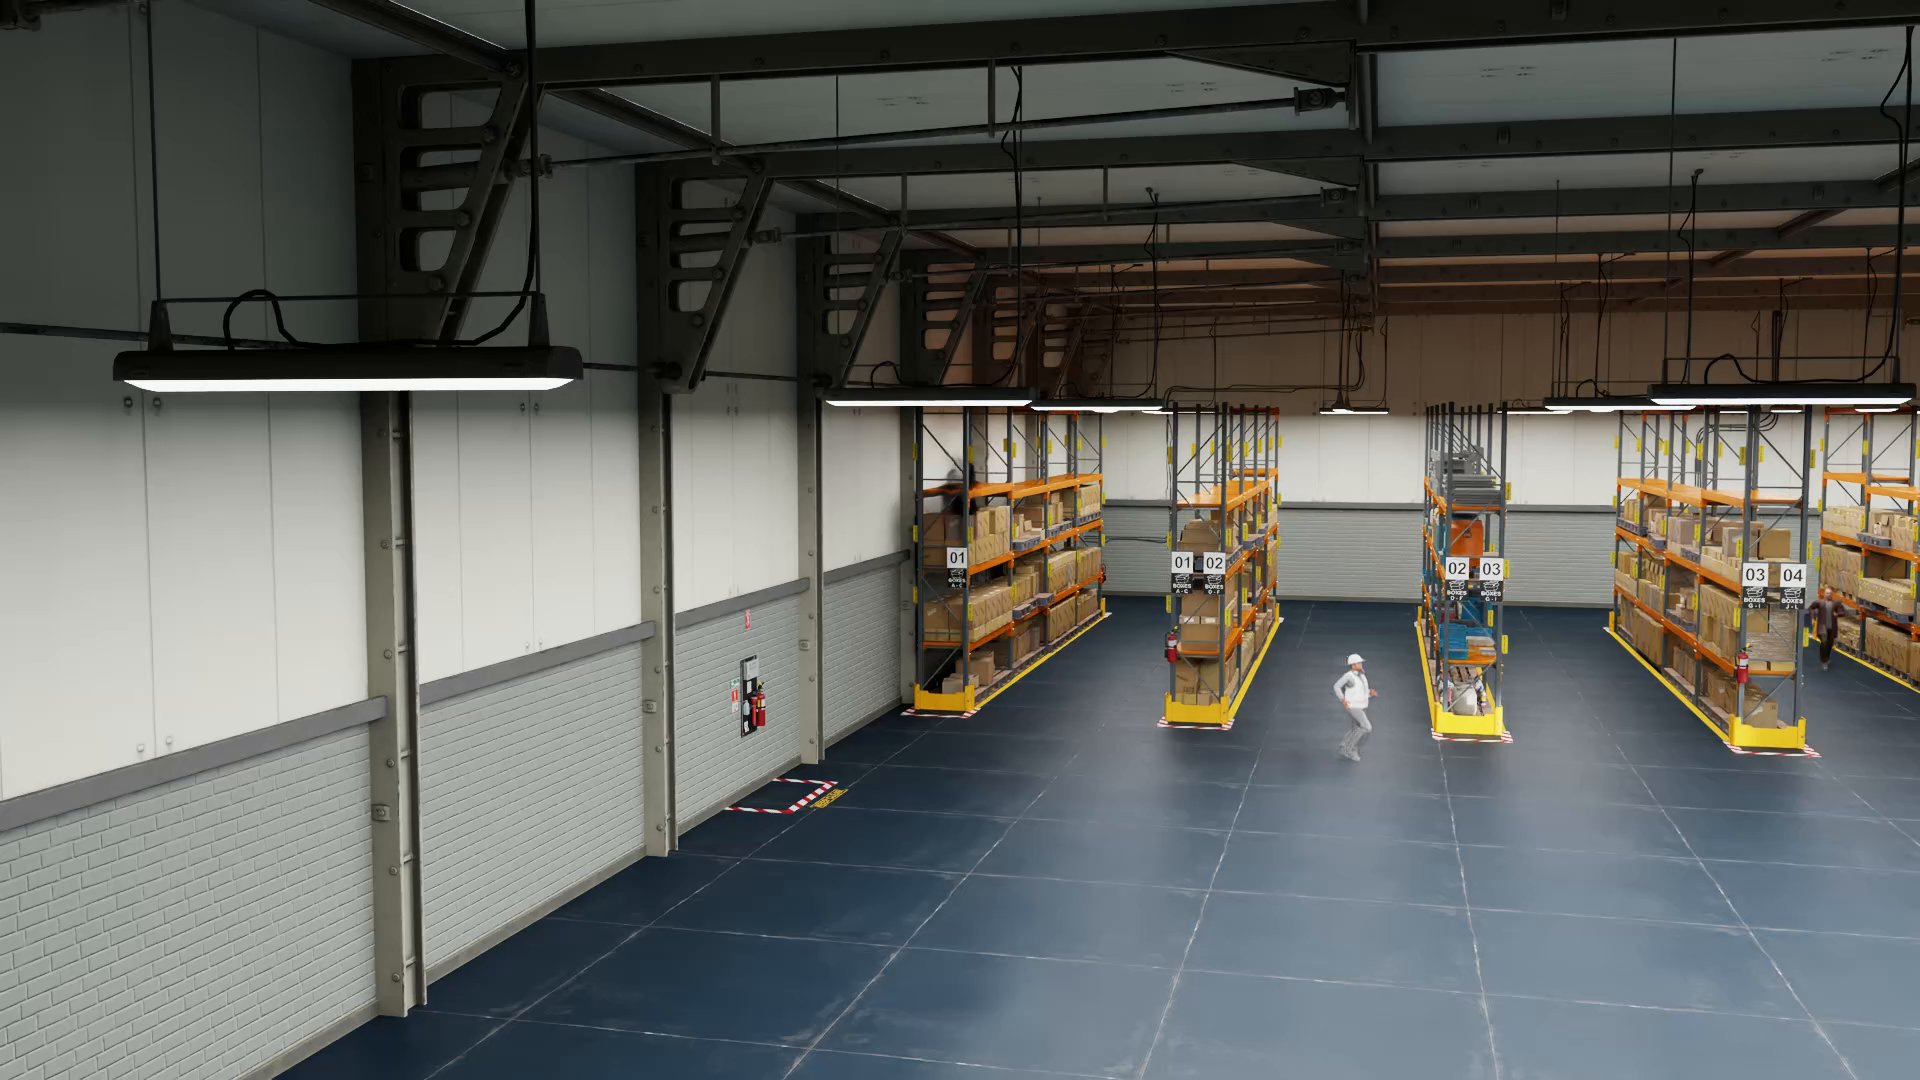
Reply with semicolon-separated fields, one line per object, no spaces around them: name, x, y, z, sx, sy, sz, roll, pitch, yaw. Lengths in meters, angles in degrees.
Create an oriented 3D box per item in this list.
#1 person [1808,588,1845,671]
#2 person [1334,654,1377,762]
person;19.801;2.019;37.980;0.680;1.832;0.903;1;4;13
person;6.616;2.796;27.688;0.693;1.777;0.630;3;5;39
